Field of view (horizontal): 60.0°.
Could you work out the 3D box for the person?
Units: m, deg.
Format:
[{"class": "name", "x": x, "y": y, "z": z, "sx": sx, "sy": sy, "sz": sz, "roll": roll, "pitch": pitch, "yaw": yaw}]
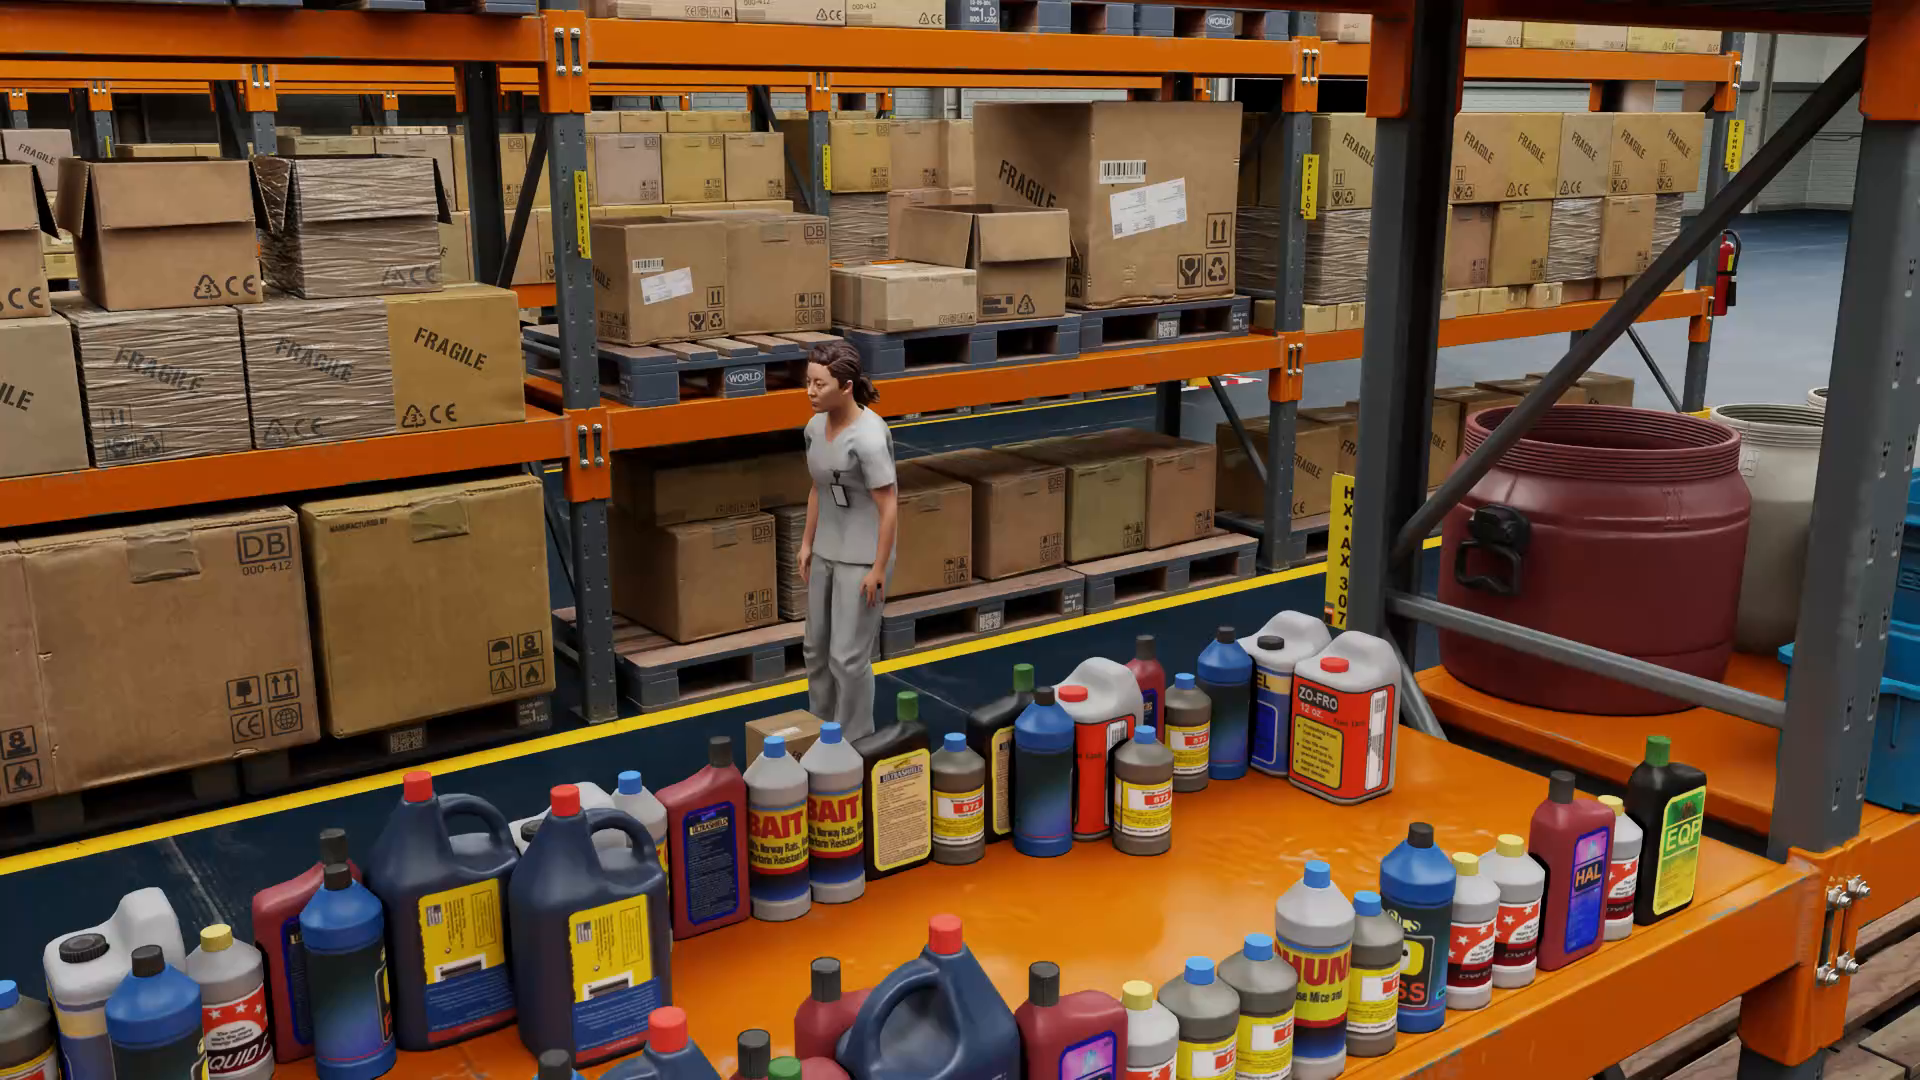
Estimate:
[{"class": "person", "x": -0.453, "y": 0.088, "z": 6.175, "sx": 0.414, "sy": 1.672, "sz": 0.514, "roll": -12, "pitch": 19, "yaw": -38}]
